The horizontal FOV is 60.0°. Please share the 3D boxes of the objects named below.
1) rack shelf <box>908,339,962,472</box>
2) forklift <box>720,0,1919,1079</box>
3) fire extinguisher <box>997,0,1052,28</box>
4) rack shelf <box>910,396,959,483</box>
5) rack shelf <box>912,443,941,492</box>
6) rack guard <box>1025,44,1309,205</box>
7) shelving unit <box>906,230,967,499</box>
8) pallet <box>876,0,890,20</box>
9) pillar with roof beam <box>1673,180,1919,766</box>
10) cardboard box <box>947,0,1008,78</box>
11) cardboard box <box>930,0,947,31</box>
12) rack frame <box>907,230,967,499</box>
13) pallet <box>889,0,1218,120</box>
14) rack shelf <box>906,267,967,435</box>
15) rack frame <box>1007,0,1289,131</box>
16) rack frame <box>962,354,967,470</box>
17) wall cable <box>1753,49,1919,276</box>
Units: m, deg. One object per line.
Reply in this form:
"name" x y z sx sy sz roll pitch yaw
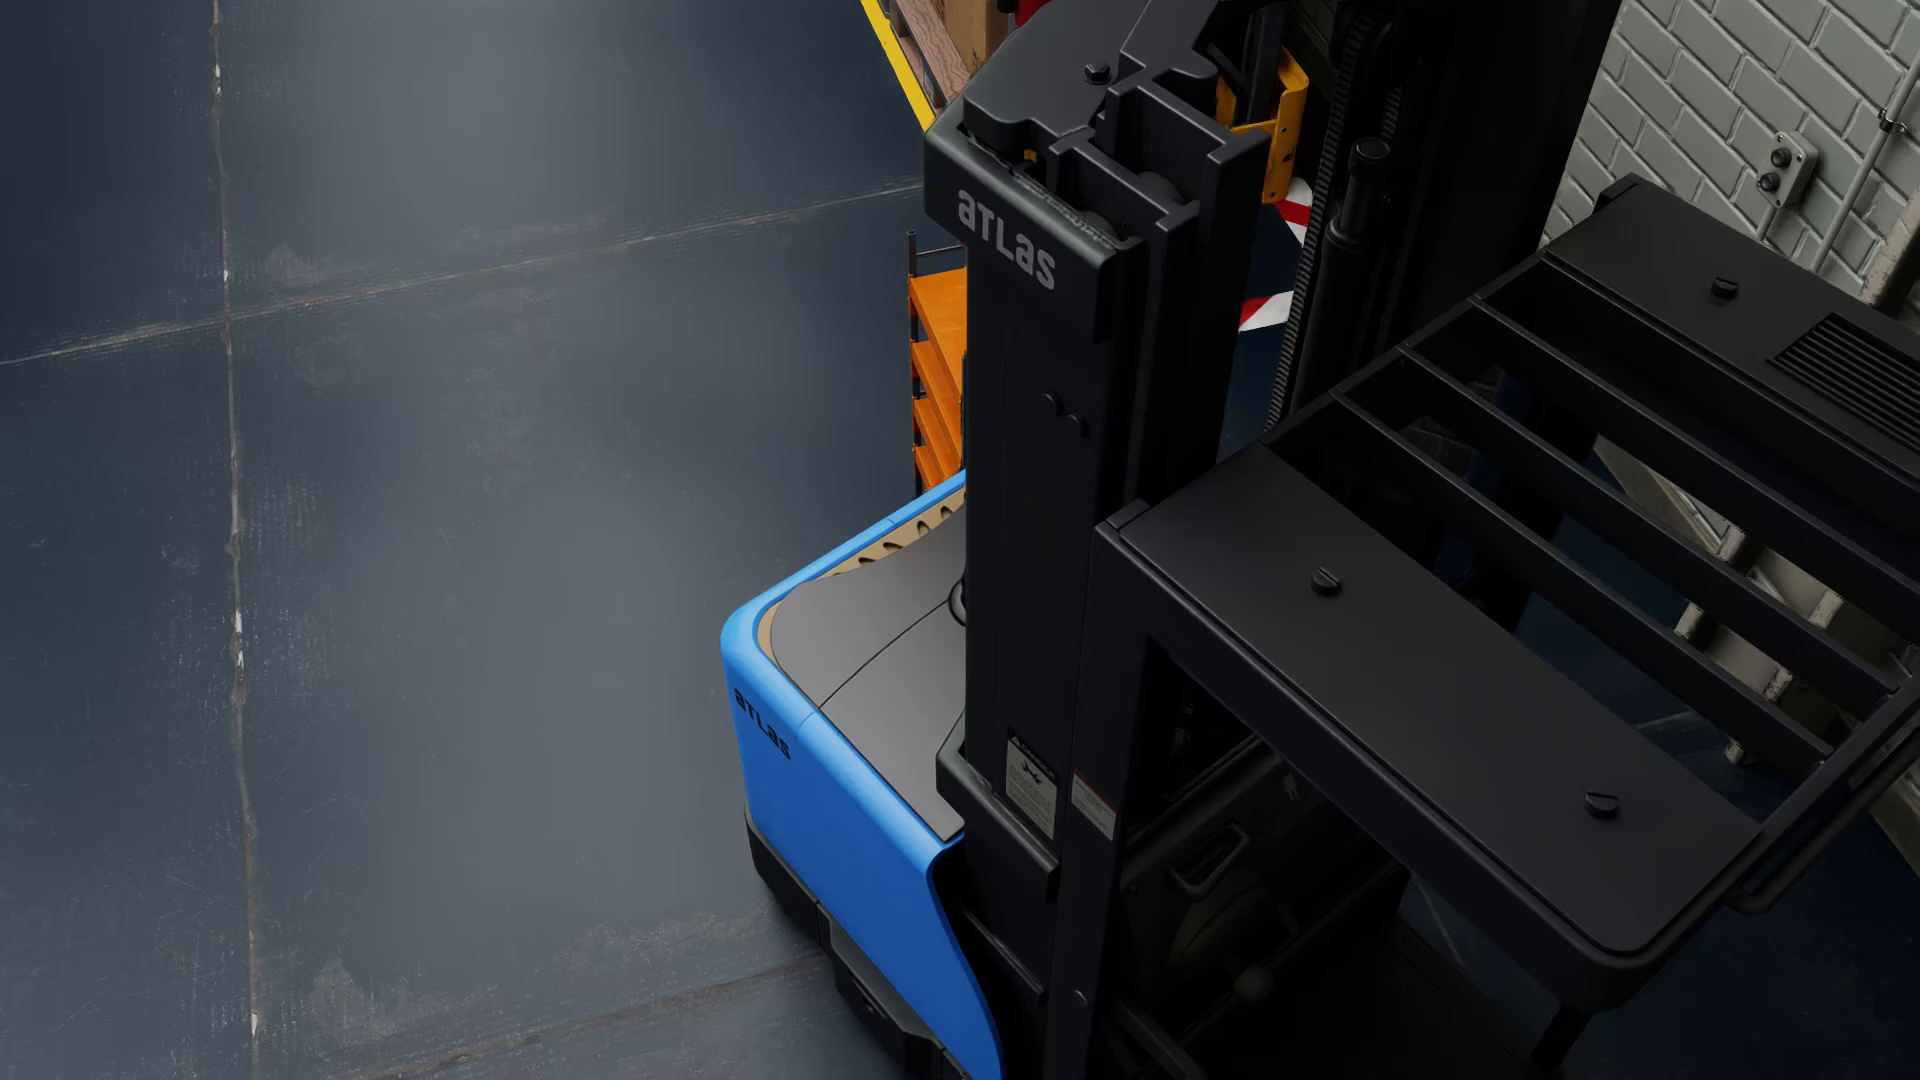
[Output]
"rack shelf" 0.049 -0.367 4.570 0.258 0.148 0.480 -13 51 -11
"forklift" 0.774 0.562 2.859 1.130 2.935 3.031 -32 57 -24
"fire extinguisher" 0.261 -1.921 5.202 0.296 0.674 0.183 -13 51 -11
"rack shelf" 0.049 -0.222 4.741 0.258 0.148 0.480 -13 51 -11
"rack shelf" 0.049 -0.094 4.893 0.258 0.148 0.480 -13 51 -11
"rack guard" 0.665 -1.457 6.152 1.175 0.500 0.348 -13 51 -11
"shelving unit" 0.049 -0.266 4.689 0.258 1.200 0.503 -13 51 -11
"pallet" -0.011 -2.838 7.504 1.003 0.211 1.213 -13 51 -11
"pillar with roof beam" -1.830 -1.465 0.599 9.100 9.000 0.400 -13 51 -11
"cardboard box" 0.355 -2.099 6.418 0.700 0.500 0.500 -13 51 -11
"cardboard box" 0.207 -2.464 6.726 0.700 0.500 0.500 -13 51 -11
"rack frame" -0.023 -0.444 4.840 0.240 1.200 0.015 -13 51 -11
"pallet" 0.346 -1.948 6.754 1.003 0.211 1.213 -13 51 -11
"rack shelf" 0.049 -0.519 4.389 0.258 0.148 0.480 -13 51 -11
"rack frame" 0.658 -2.281 5.211 1.000 3.000 0.127 -13 51 -11
"rack frame" 0.121 -0.088 4.539 0.240 1.200 0.015 -13 51 -11
"wall cable" 1.940 -1.887 4.214 0.084 1.984 1.851 -13 51 -11
